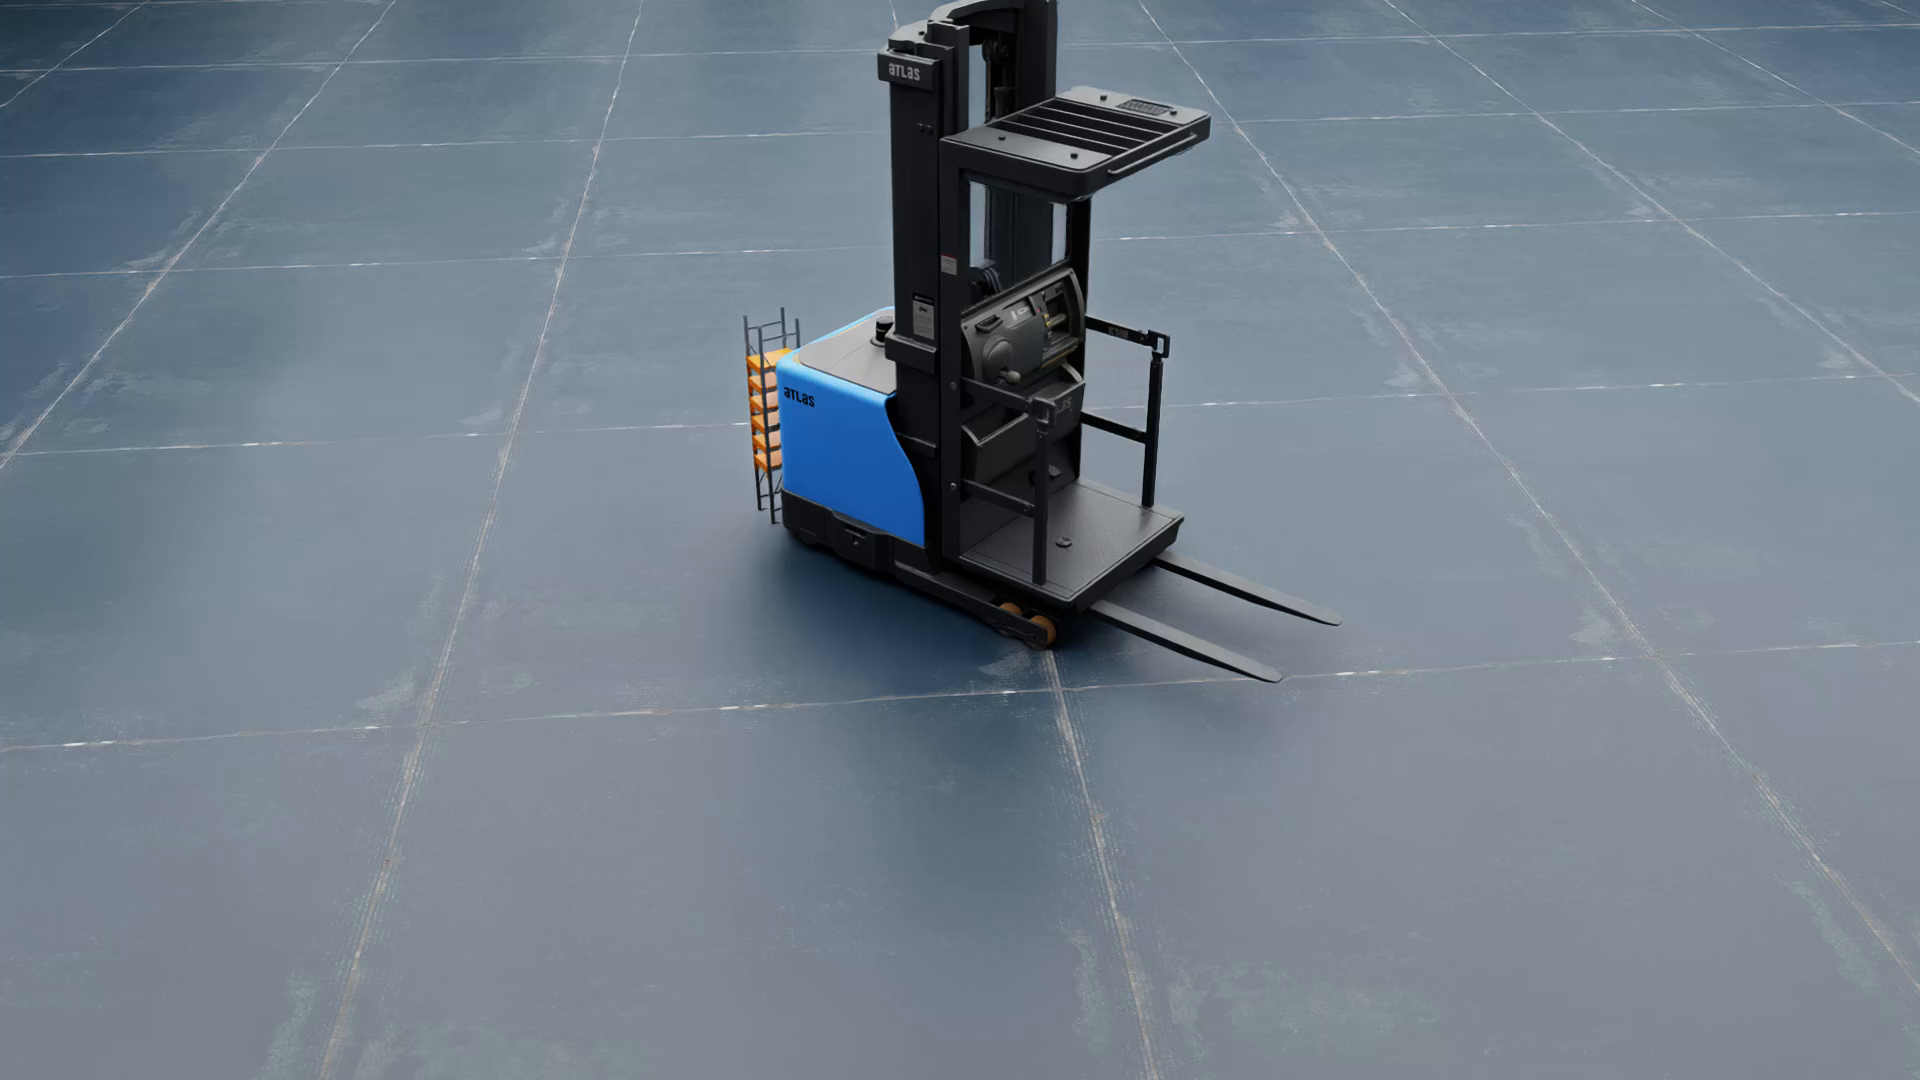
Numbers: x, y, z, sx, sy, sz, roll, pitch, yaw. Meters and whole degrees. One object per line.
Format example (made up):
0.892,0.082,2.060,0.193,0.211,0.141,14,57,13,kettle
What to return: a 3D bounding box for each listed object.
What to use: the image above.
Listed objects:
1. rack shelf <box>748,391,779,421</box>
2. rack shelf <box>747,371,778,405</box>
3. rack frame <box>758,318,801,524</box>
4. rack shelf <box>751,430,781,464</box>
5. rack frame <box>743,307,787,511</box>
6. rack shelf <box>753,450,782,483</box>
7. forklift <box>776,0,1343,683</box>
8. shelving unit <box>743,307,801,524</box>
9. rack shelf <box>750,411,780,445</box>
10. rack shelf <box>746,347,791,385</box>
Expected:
-1.010,-0.743,9.174,0.258,0.103,0.180,-17,34,-26,rack shelf
-1.011,-0.846,9.113,0.258,0.103,0.180,-17,34,-26,rack shelf
-0.963,-0.638,9.145,0.240,1.200,0.006,-17,34,-26,rack frame
-1.009,-0.536,9.296,0.258,0.103,0.180,-17,34,-26,rack shelf
-1.057,-0.717,9.280,0.240,1.200,0.006,-17,34,-26,rack frame
-1.009,-0.432,9.357,0.258,0.103,0.180,-17,34,-26,rack shelf
0.485,-1.019,8.098,3.031,2.935,1.130,22,37,32,forklift
-1.010,-0.677,9.213,0.258,1.200,0.189,-17,34,-26,shelving unit
-1.010,-0.639,9.235,0.258,0.103,0.180,-17,34,-26,rack shelf
-1.011,-0.949,9.053,0.258,0.103,0.180,-17,34,-26,rack shelf
